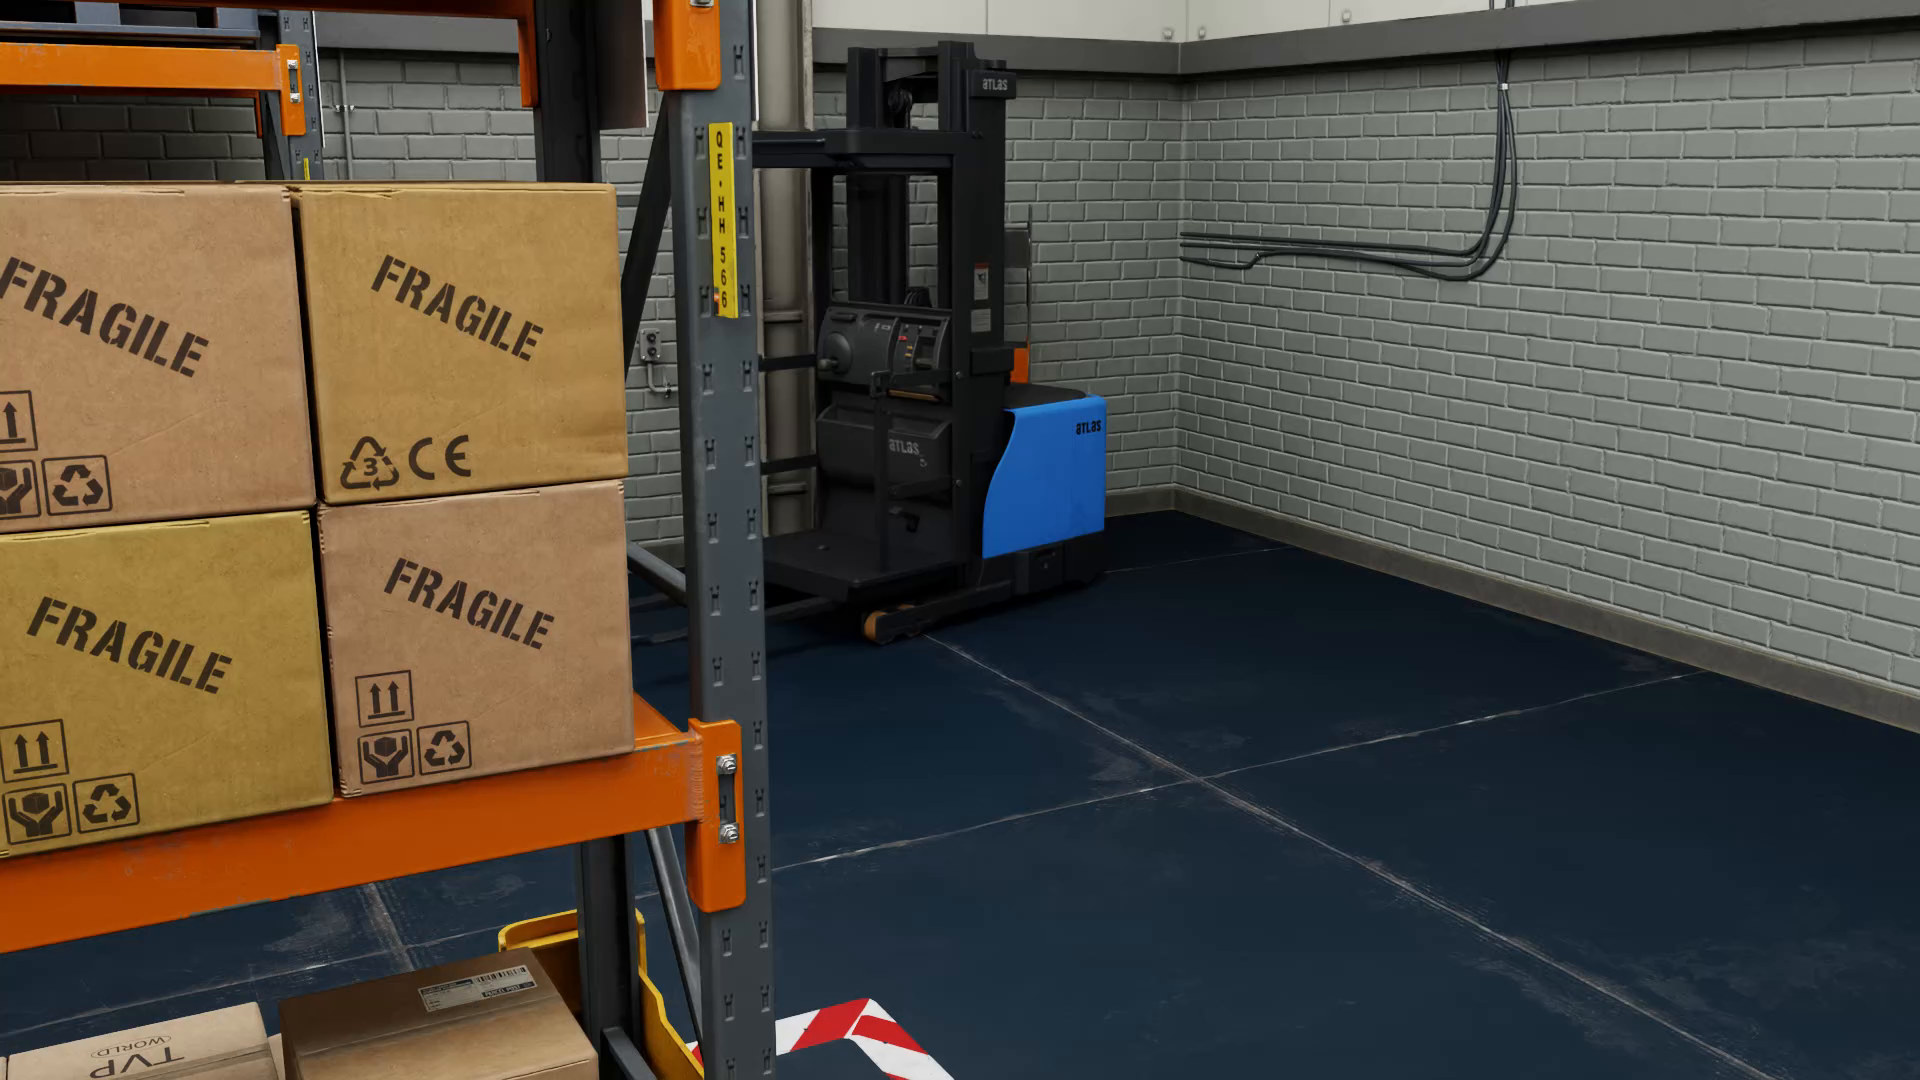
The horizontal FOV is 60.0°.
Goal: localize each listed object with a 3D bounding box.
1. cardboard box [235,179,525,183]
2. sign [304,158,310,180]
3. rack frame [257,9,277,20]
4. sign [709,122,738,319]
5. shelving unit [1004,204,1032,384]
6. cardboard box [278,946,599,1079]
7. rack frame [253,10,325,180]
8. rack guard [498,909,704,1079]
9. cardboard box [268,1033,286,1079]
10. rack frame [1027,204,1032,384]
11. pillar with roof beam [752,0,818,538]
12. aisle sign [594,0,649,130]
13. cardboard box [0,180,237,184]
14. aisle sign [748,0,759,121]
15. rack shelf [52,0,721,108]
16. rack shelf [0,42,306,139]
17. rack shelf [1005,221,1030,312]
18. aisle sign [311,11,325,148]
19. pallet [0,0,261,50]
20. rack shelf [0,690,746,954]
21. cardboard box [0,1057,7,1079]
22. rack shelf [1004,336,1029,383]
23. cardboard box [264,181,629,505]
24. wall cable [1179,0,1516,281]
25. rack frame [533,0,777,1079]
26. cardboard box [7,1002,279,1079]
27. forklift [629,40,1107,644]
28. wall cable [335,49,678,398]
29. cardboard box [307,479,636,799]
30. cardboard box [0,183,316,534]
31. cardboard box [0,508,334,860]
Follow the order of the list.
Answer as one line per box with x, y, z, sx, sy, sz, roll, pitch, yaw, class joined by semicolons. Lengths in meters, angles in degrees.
-1.169;-0.476;3.386;0.500;0.500;0.500;-6;14;-26;cardboard box
-2.782;-1.464;7.104;0.005;0.325;0.100;-7;14;-28;sign
-3.030;-3.816;7.070;0.127;3.000;1.000;-7;14;-28;rack frame
-0.405;-0.545;2.842;0.005;0.325;0.100;-7;14;-28;sign
0.179;-0.990;10.226;0.503;2.100;0.431;0;13;1;shelving unit
-1.012;1.175;3.249;0.500;0.500;0.500;-7;14;-28;cardboard box
-3.030;-0.889;7.728;0.127;3.000;1.000;-7;14;-28;rack frame
-0.720;1.293;3.727;0.348;0.500;1.175;-7;14;-28;rack guard
-1.404;1.237;3.733;0.250;0.166;0.380;-7;14;-28;cardboard box
0.423;-0.989;10.221;0.015;2.100;0.400;0;13;1;rack frame
0.988;-3.437;5.386;0.400;9.000;9.100;-7;14;-28;pillar with roof beam
-0.734;-1.267;3.486;0.004;0.787;0.394;-7;14;-28;aisle sign
-1.624;-0.419;3.135;0.500;0.500;0.500;-7;14;-27;cardboard box
-0.446;-1.151;2.972;0.004;0.787;0.394;-7;14;-28;aisle sign
-2.408;-0.837;2.303;4.000;0.370;1.077;-7;14;-28;rack shelf
-4.785;-1.791;6.543;4.000;0.370;1.077;-7;14;-28;rack shelf
0.179;-1.660;10.075;0.480;0.518;0.431;0;13;1;rack shelf
-2.823;-2.107;7.220;0.004;0.787;0.394;-7;14;-28;aisle sign
-3.676;-2.229;7.053;1.213;0.211;1.003;-7;14;-28;pallet
-2.408;0.626;2.632;4.000;0.370;1.077;-7;14;-28;rack shelf
-2.144;1.300;3.263;0.500;0.250;0.500;-7;14;-28;cardboard box
0.179;-0.977;10.229;0.480;0.518;0.431;0;13;1;rack shelf
-0.912;-0.372;2.924;0.500;0.500;0.500;-7;14;-28;cardboard box
2.106;-2.827;9.748;0.112;2.526;3.097;-7;14;-28;wall cable
-0.654;0.064;3.491;0.053;2.616;0.949;-7;14;-28;rack frame
-1.705;1.247;3.497;0.500;0.250;0.500;-7;14;-28;cardboard box
-0.553;-1.036;8.537;1.130;2.935;3.031;12;18;43;forklift
-2.359;-1.702;9.025;1.851;1.984;0.084;-7;14;-28;wall cable
-0.916;0.116;3.035;0.500;0.500;0.500;-6;14;-26;cardboard box
-1.355;-0.318;2.687;0.500;0.500;0.500;-6;14;-26;cardboard box
-1.369;0.171;2.789;0.500;0.500;0.500;-7;14;-27;cardboard box
